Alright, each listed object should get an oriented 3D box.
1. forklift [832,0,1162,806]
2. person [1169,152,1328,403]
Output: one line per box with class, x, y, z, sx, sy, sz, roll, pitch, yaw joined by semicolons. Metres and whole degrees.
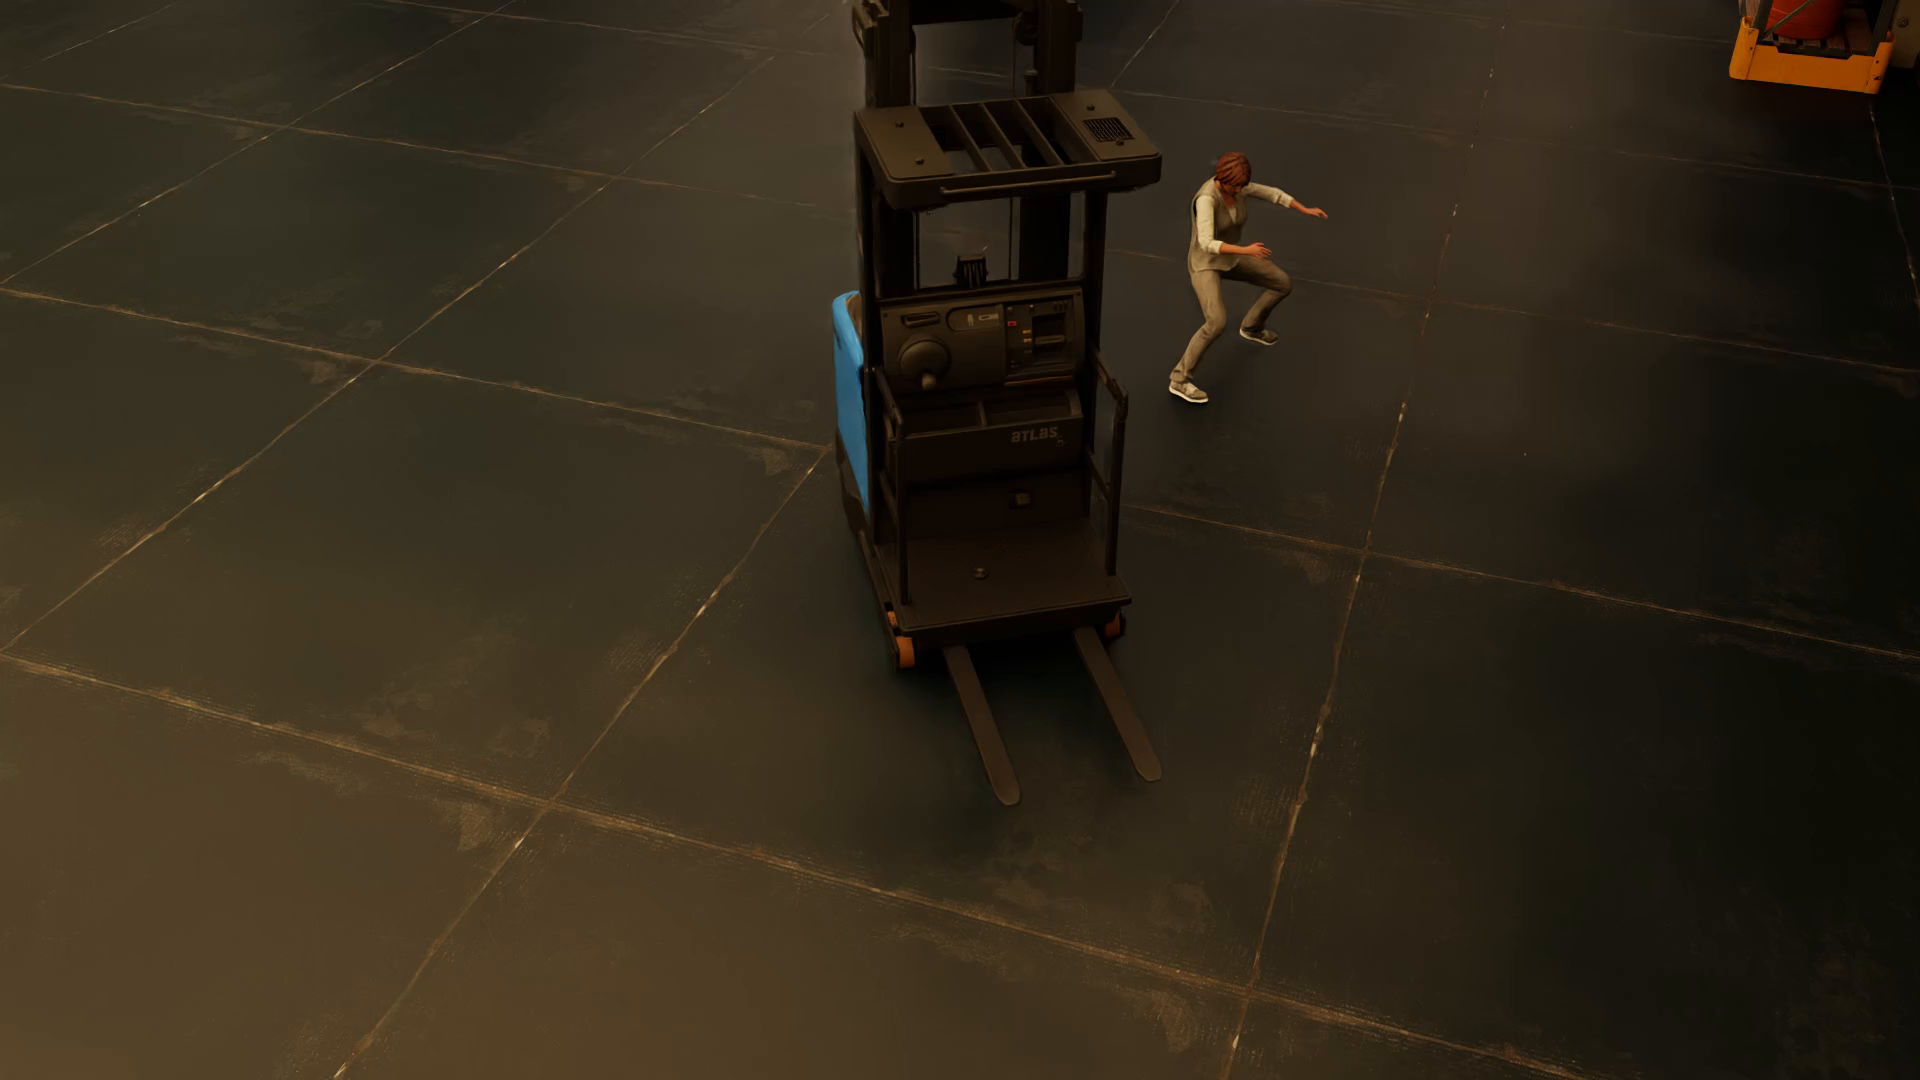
forklift;0.160;-0.833;7.286;1.130;2.935;3.031;-8;36;-11
person;1.628;-1.593;9.698;0.955;1.378;0.658;-23;41;-29
